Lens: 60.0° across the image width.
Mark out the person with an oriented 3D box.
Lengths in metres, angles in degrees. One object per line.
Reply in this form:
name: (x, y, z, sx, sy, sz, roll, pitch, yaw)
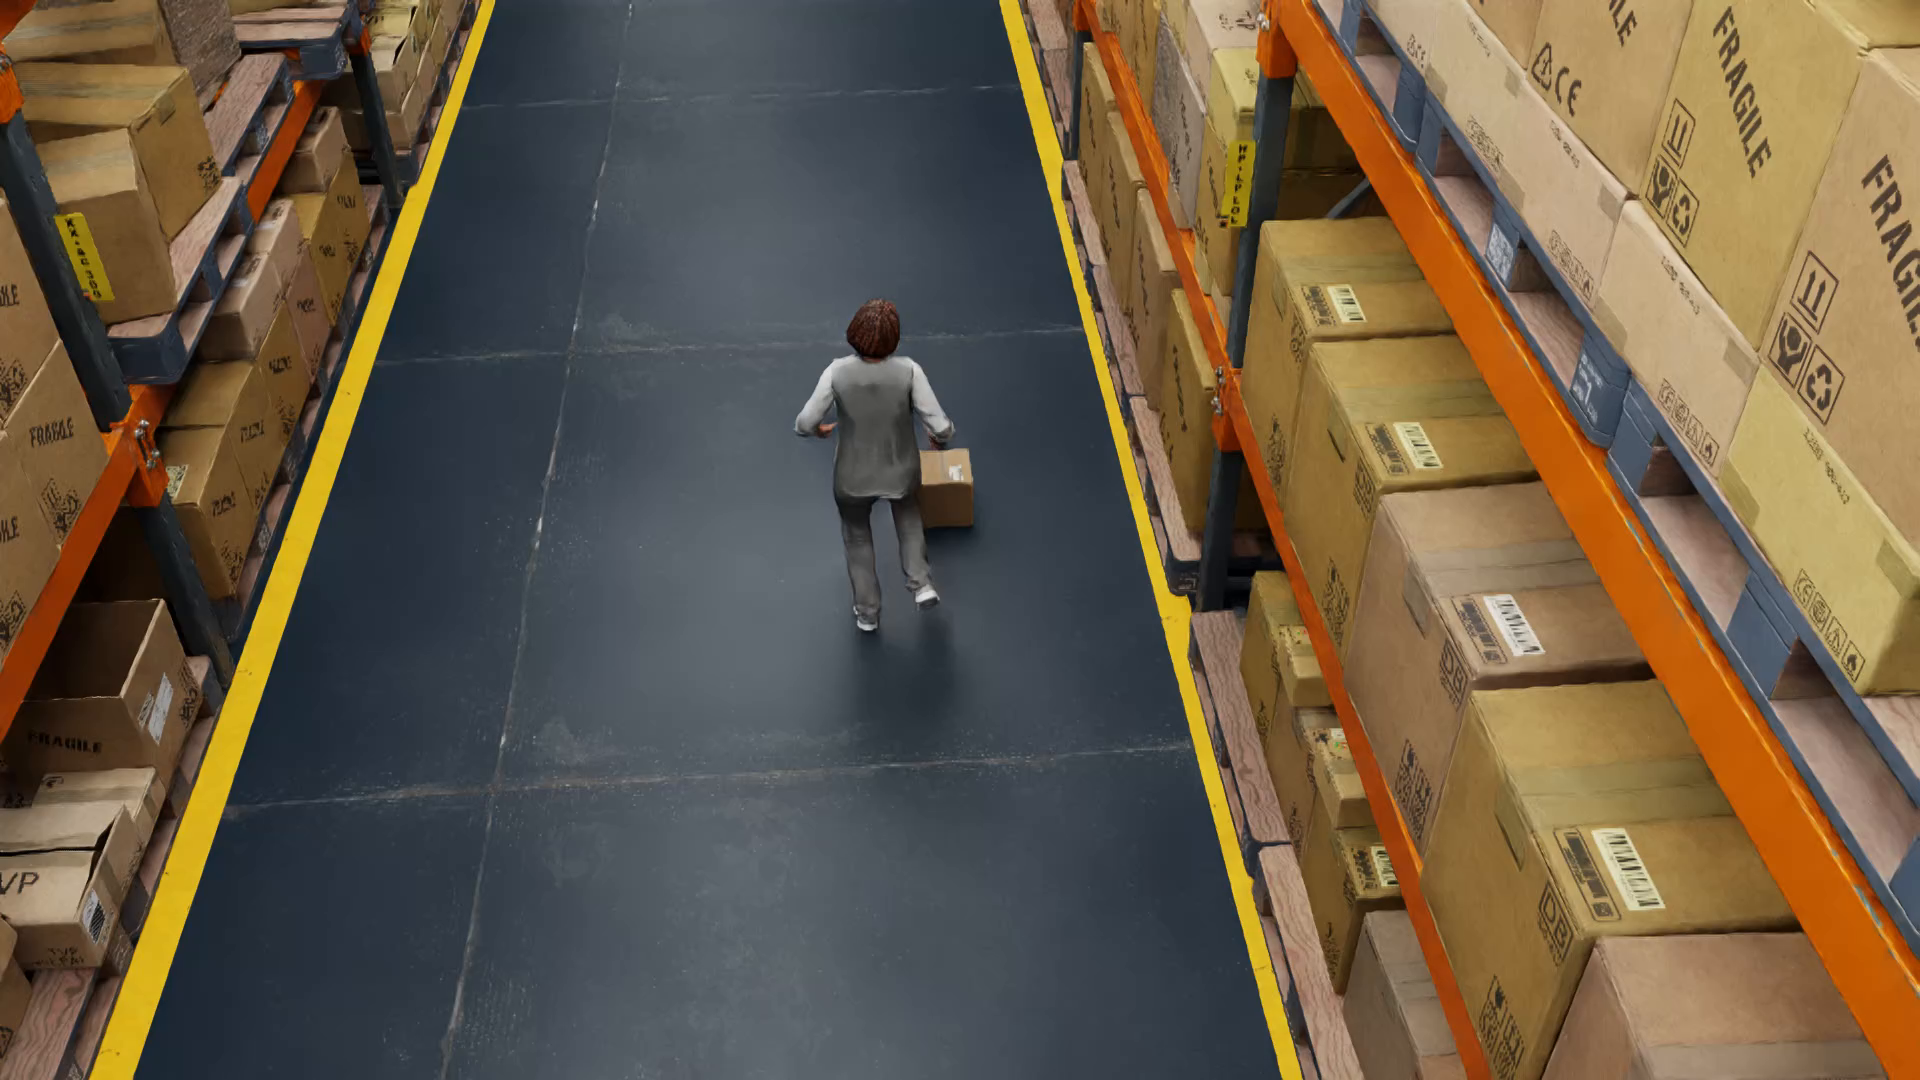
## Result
person: (-0.341, -0.296, 6.543, 0.600, 1.571, 0.434, -6, 40, -7)
